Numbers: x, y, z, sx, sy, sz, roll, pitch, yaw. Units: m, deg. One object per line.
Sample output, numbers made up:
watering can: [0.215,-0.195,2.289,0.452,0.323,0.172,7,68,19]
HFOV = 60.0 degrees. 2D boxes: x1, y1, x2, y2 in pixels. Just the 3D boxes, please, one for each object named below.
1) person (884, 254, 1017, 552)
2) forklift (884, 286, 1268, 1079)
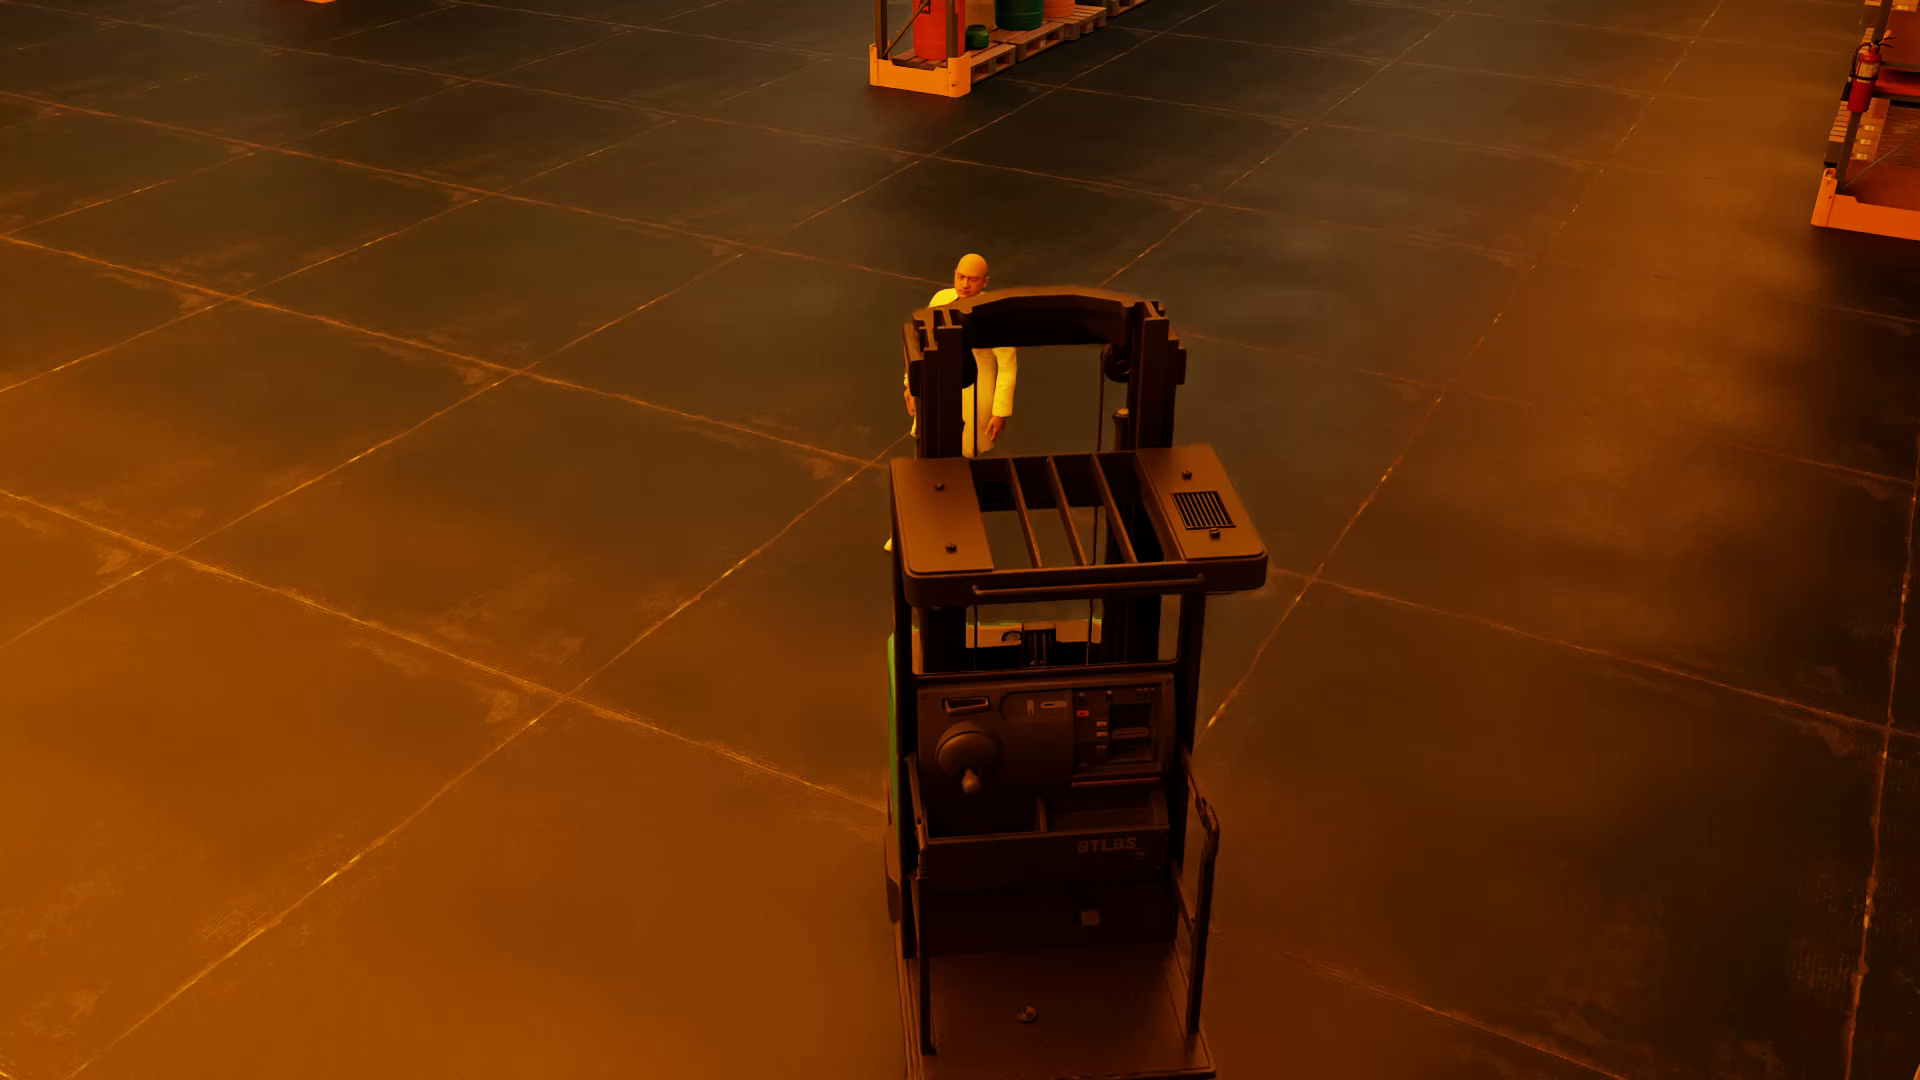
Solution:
person: [-0.048,-0.737,9.487,0.698,1.778,0.578,15,33,25]
forklift: [0.337,0.742,5.786,1.130,2.935,3.031,-3,30,-5]
